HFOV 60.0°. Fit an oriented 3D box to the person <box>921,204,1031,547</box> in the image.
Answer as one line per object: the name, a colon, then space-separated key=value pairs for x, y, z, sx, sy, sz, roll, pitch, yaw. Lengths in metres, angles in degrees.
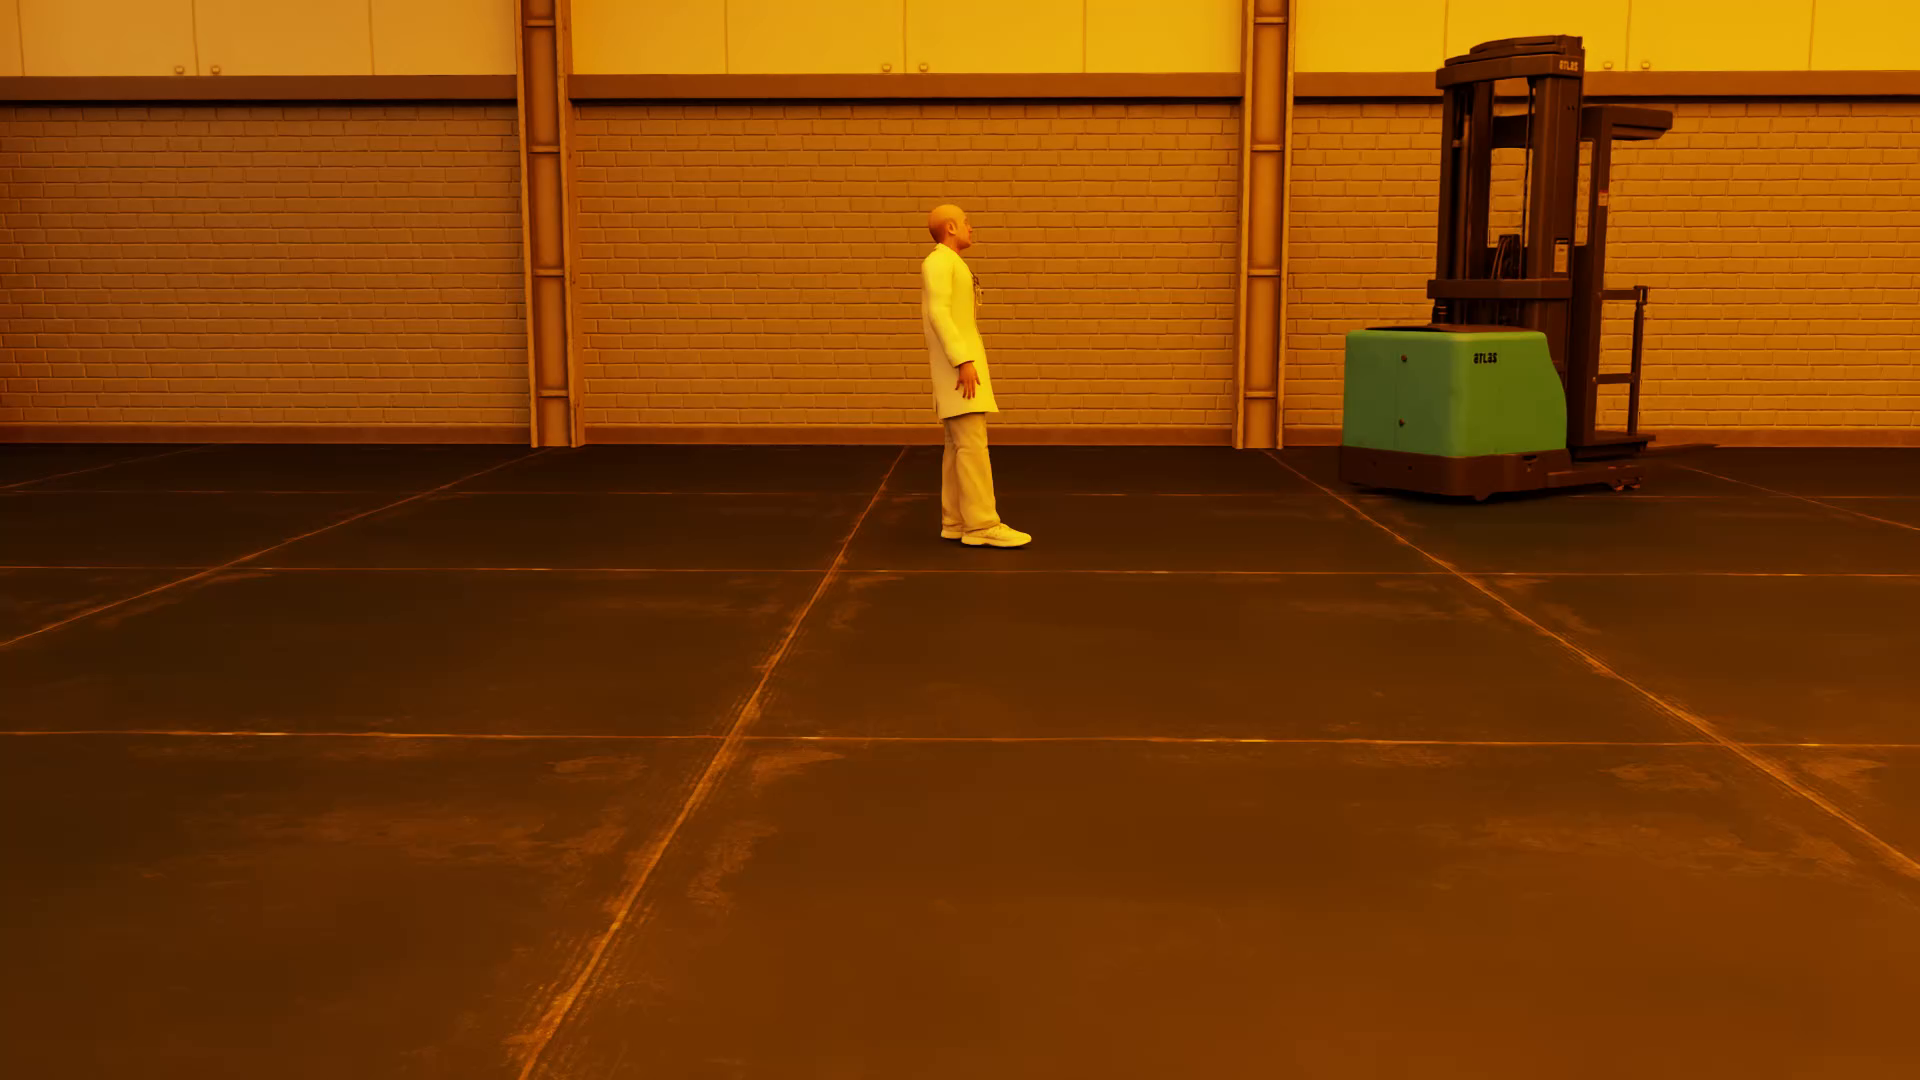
person: x=0.090 y=-0.885 z=8.860 sx=0.581 sy=1.776 sz=0.696 roll=0 pitch=9 yaw=1

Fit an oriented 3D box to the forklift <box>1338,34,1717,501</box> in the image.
forklift: x=4.041 y=-1.836 z=11.318 sx=3.031 sy=2.935 sz=1.130 roll=-6 pitch=10 yaw=-33
